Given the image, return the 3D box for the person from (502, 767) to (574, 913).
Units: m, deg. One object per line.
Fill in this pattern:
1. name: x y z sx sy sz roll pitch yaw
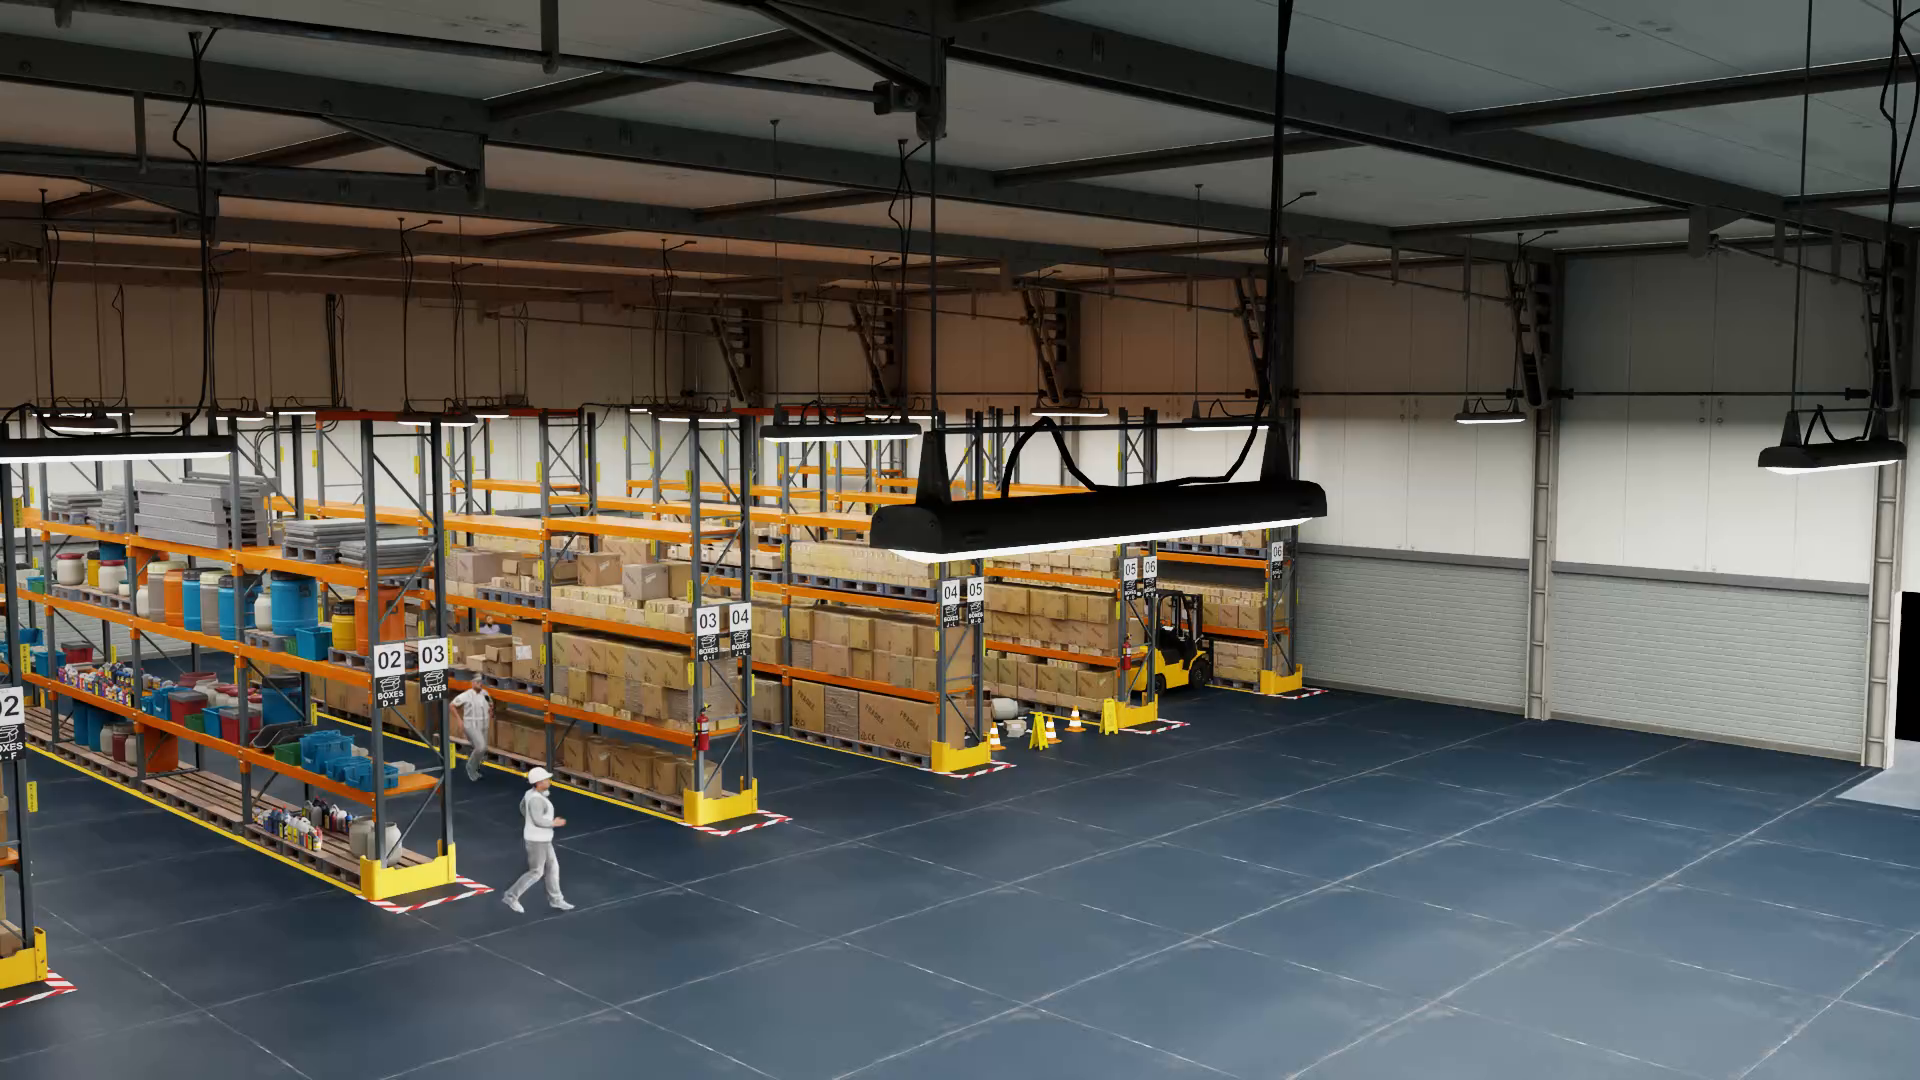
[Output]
1. person: -5.141 3.653 20.211 0.853 1.801 0.676 -1 5 -15

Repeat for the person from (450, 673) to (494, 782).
1. person: -7.856 3.049 27.127 0.653 1.773 0.652 3 6 32

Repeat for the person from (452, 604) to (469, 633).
1. person: -12.110 1.932 40.304 0.663 1.714 0.734 4 6 38

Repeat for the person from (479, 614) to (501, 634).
1. person: -9.977 2.389 35.486 0.618 1.607 0.570 -4 7 -41
